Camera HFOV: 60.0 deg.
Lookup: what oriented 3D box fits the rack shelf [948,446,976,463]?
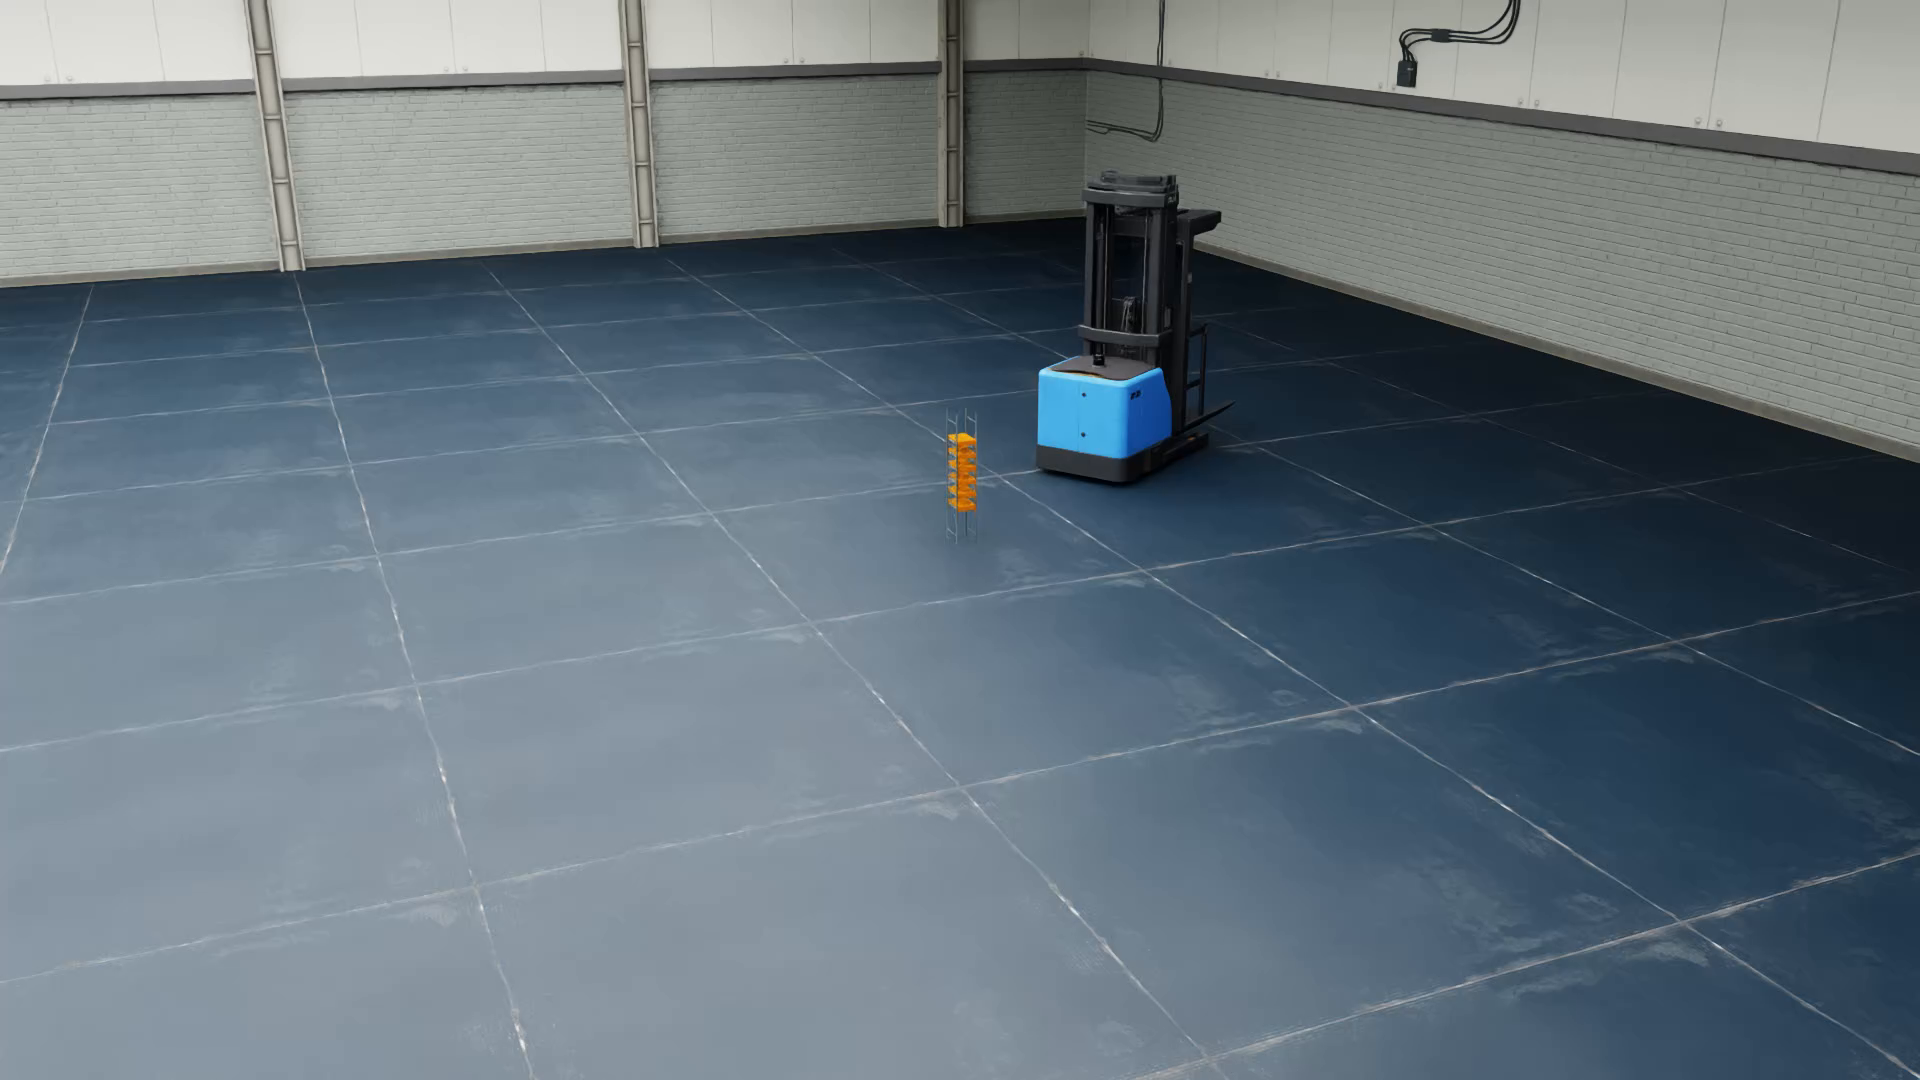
[{"bbox_3d":[0.013,-0.752,14.763,0.180,0.103,0.258,-8,21,-22],"label":"rack shelf"}]

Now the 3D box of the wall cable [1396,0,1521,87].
[{"bbox_3d":[6.796,-9.051,22.058,0.169,6.003,2.305,-8,21,-22],"label":"wall cable"}]

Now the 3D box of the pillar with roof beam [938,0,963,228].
[{"bbox_3d":[1.527,-9.047,27.167,0.400,9.000,9.100,-8,21,-22],"label":"pillar with roof beam"}]

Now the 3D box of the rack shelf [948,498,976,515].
[{"bbox_3d":[0.013,-0.300,14.923,0.180,0.103,0.258,-8,21,-22],"label":"rack shelf"}]

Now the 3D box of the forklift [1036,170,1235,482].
[{"bbox_3d":[2.005,-2.388,17.390,1.130,2.935,3.031,12,23,31],"label":"forklift"}]

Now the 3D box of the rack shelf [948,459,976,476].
[{"bbox_3d":[0.013,-0.639,14.803,0.180,0.103,0.258,-8,21,-22],"label":"rack shelf"}]

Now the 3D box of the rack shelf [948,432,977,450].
[{"bbox_3d":[0.013,-0.866,14.723,0.180,0.103,0.258,-8,21,-22],"label":"rack shelf"}]

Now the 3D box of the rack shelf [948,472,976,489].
[{"bbox_3d":[0.013,-0.526,14.843,0.180,0.103,0.258,-8,21,-22],"label":"rack shelf"}]

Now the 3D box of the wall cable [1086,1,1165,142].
[{"bbox_3d":[3.050,-8.880,31.367,0.112,2.526,3.097,-8,21,-22],"label":"wall cable"}]

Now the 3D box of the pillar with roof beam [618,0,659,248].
[{"bbox_3d":[-3.983,-8.258,24.926,0.400,9.000,9.100,-8,21,-22],"label":"pillar with roof beam"}]

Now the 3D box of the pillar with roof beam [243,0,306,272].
[{"bbox_3d":[-9.492,-7.469,22.684,0.400,9.000,9.100,-8,21,-22],"label":"pillar with roof beam"}]

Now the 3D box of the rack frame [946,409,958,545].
[{"bbox_3d":[-0.071,-0.556,14.794,0.006,1.200,0.240,-8,21,-22],"label":"rack frame"}]

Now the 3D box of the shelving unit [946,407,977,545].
[{"bbox_3d":[0.013,-0.568,14.828,0.189,1.200,0.258,-8,21,-22],"label":"shelving unit"}]

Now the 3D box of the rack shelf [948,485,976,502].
[{"bbox_3d":[0.013,-0.413,14.883,0.180,0.103,0.258,-8,21,-22],"label":"rack shelf"}]

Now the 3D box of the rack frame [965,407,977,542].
[{"bbox_3d":[0.097,-0.580,14.862,0.006,1.200,0.240,-8,21,-22],"label":"rack frame"}]
